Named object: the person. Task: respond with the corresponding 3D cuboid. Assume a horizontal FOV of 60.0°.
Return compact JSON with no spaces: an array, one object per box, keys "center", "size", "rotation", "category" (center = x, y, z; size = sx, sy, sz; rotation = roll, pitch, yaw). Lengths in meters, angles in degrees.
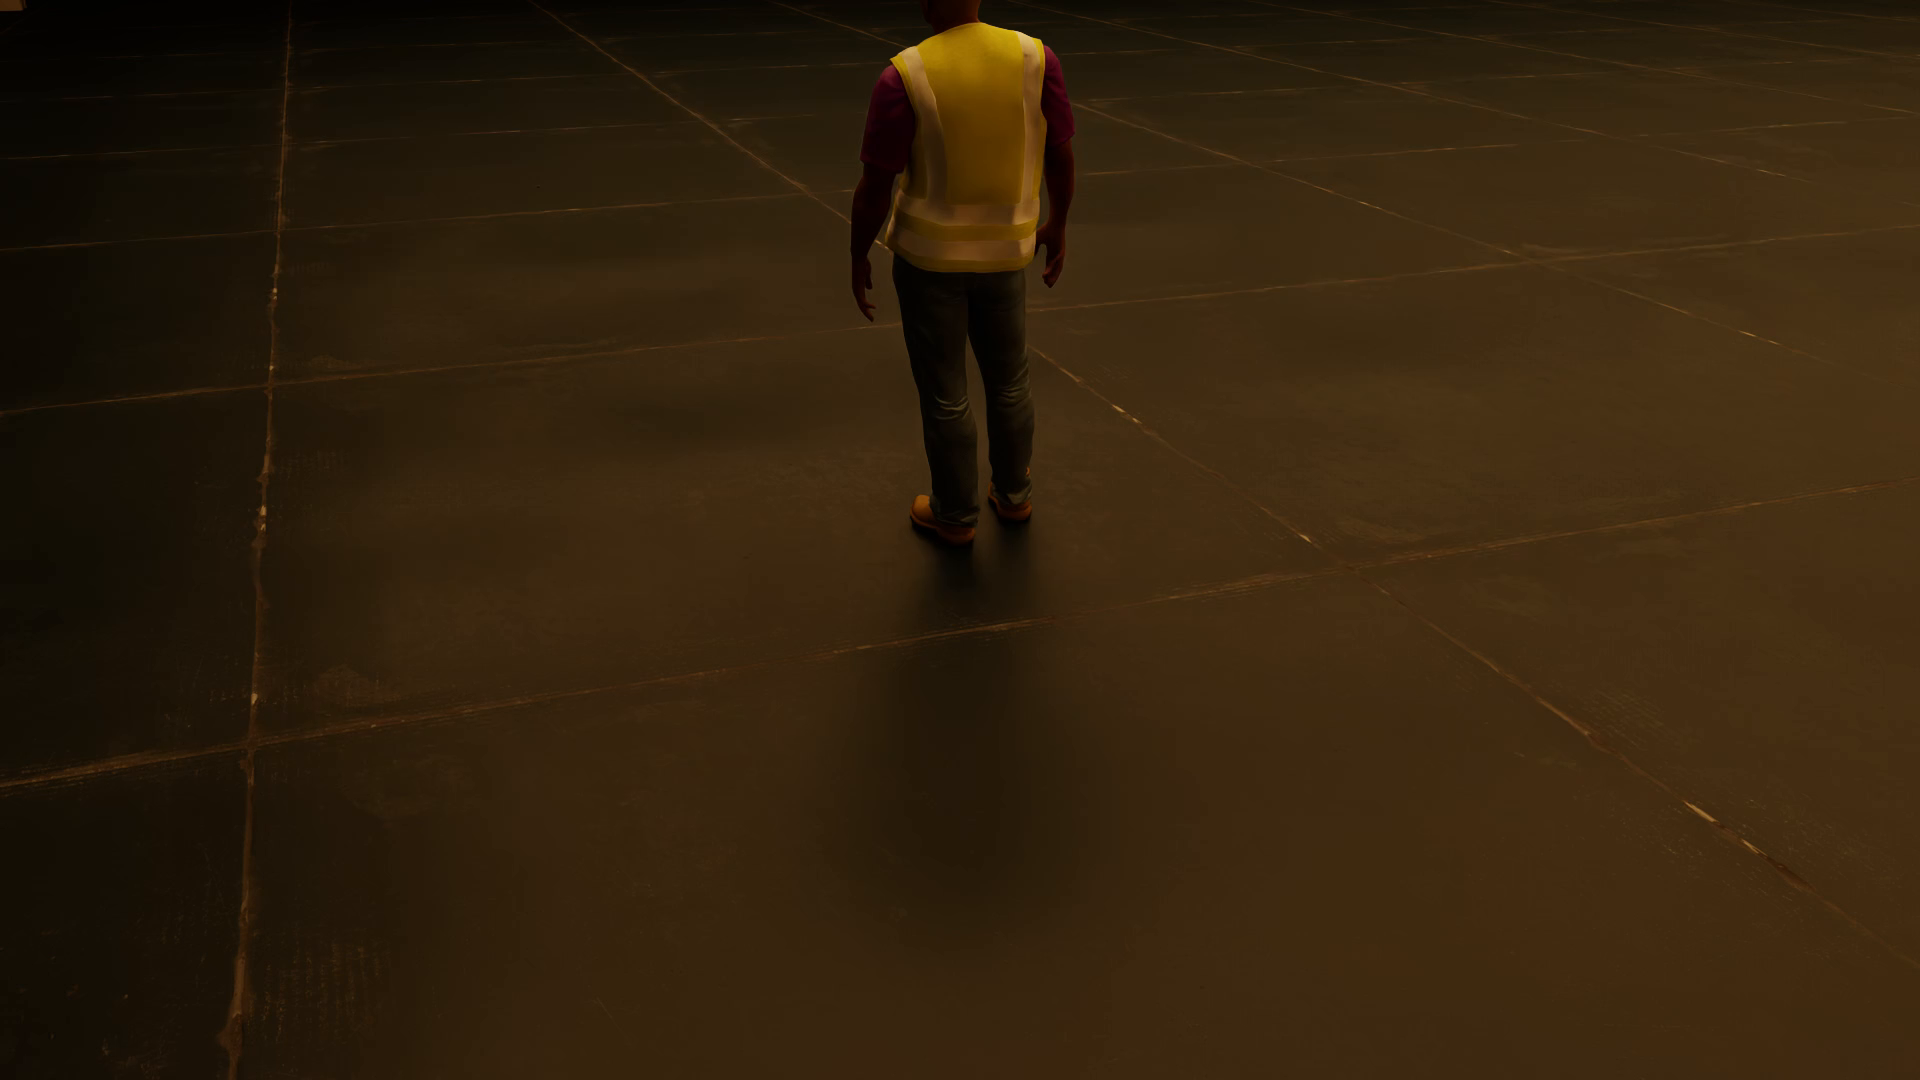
[{"center":[-0.018,-0.847,4.796],"size":[0.665,1.765,0.577],"rotation":[-8,24,-18],"category":"person"}]
